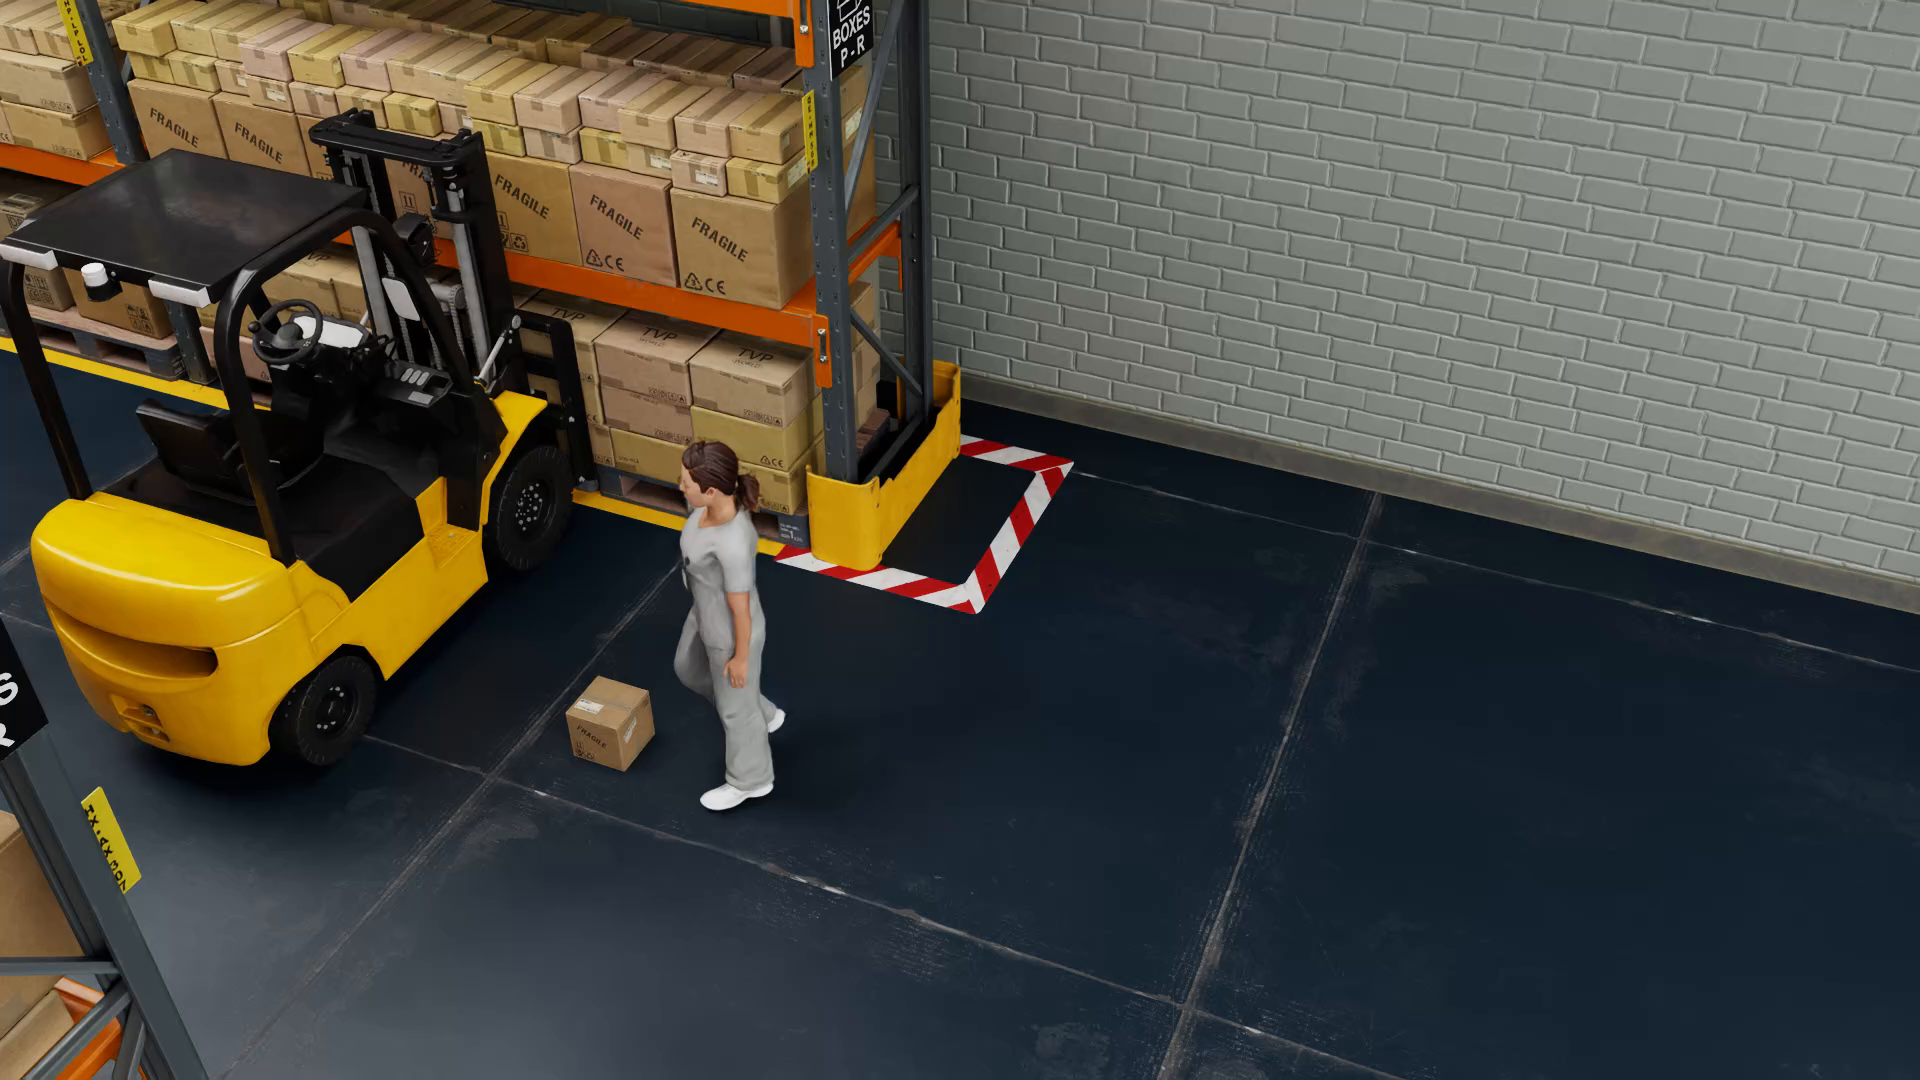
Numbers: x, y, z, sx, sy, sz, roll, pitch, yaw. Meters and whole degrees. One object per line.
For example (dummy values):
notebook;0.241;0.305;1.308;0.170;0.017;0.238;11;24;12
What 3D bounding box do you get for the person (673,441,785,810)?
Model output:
person;-0.891;0.329;6.371;0.427;1.678;0.472;-10;39;-13
